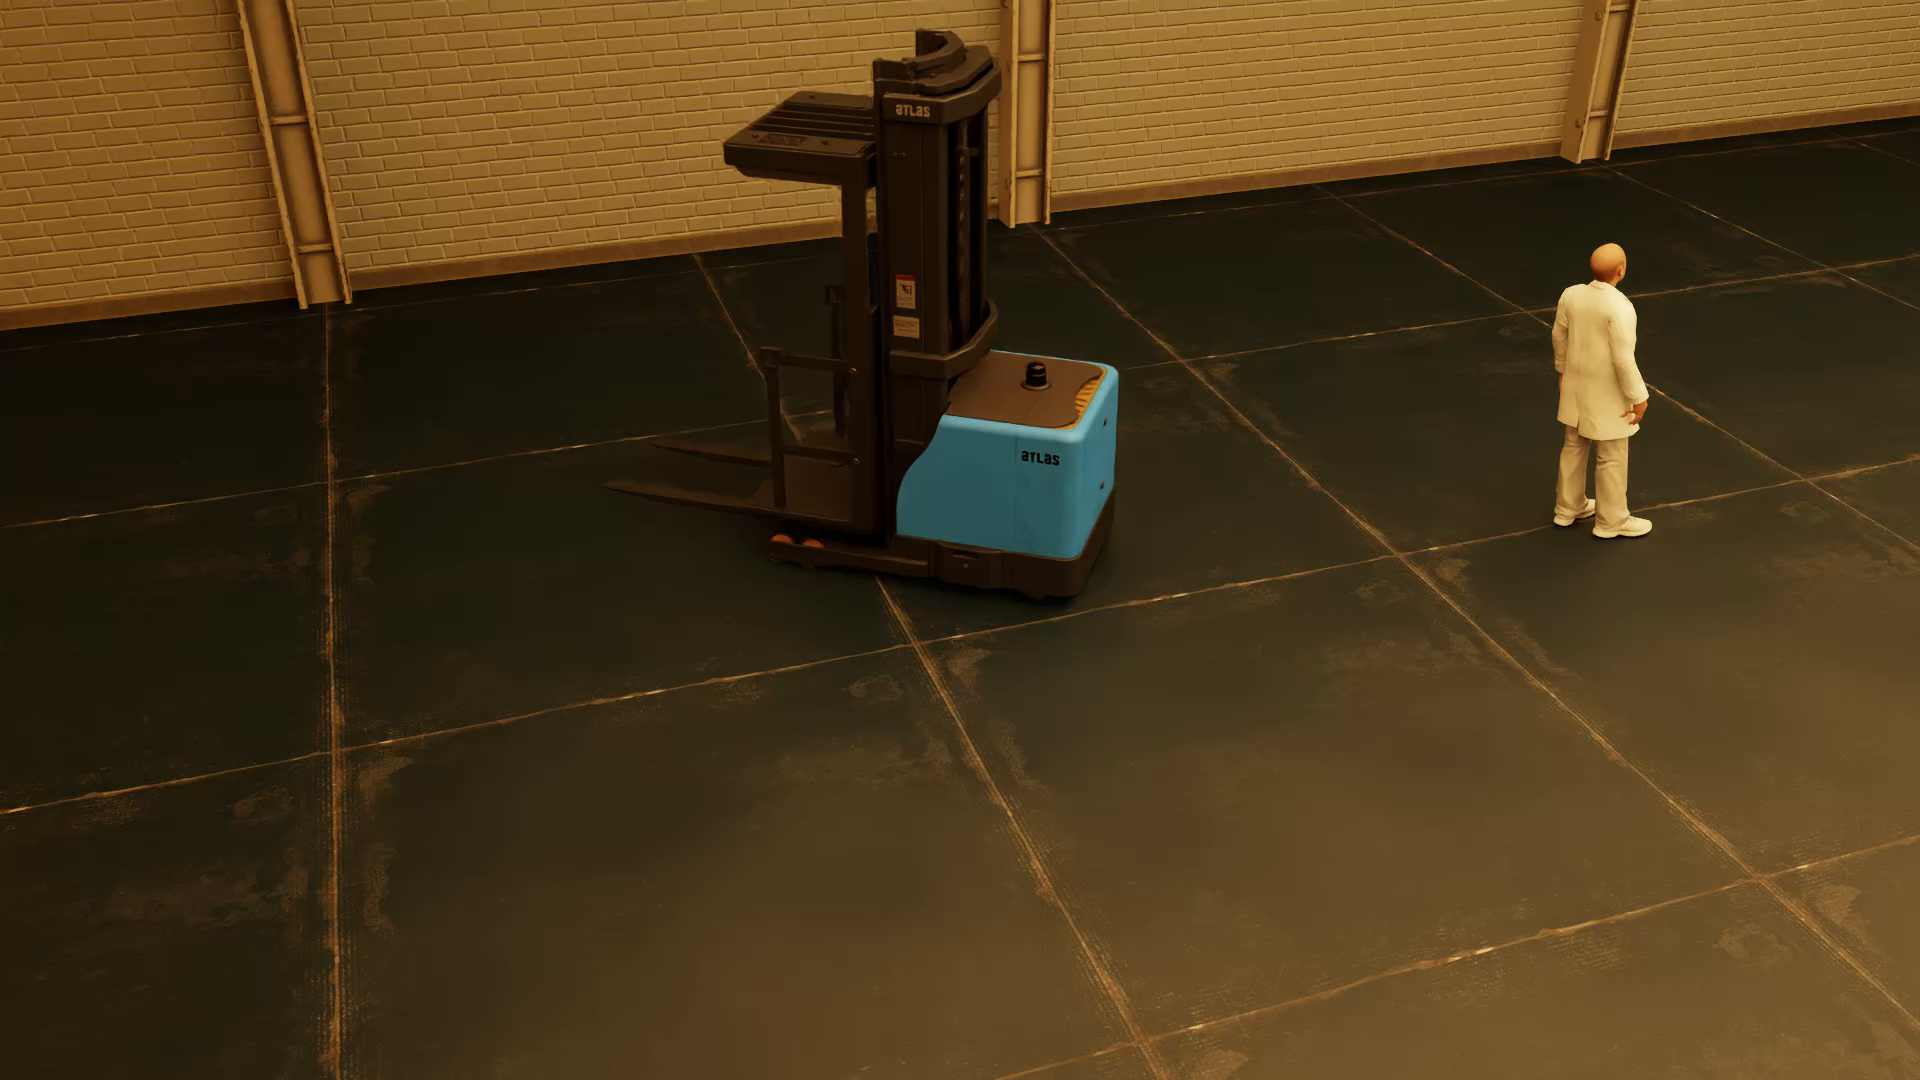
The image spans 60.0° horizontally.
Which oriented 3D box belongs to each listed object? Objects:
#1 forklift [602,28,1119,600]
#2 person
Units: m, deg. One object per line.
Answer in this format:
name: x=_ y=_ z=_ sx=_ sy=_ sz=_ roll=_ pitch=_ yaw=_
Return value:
forklift: x=-0.643 y=-1.346 z=9.426 sx=3.031 sy=2.935 sz=1.130 roll=9 pitch=31 yaw=15
person: x=3.814 y=-0.899 z=9.791 sx=0.580 sy=1.777 sz=0.698 roll=-13 pitch=32 yaw=-21
